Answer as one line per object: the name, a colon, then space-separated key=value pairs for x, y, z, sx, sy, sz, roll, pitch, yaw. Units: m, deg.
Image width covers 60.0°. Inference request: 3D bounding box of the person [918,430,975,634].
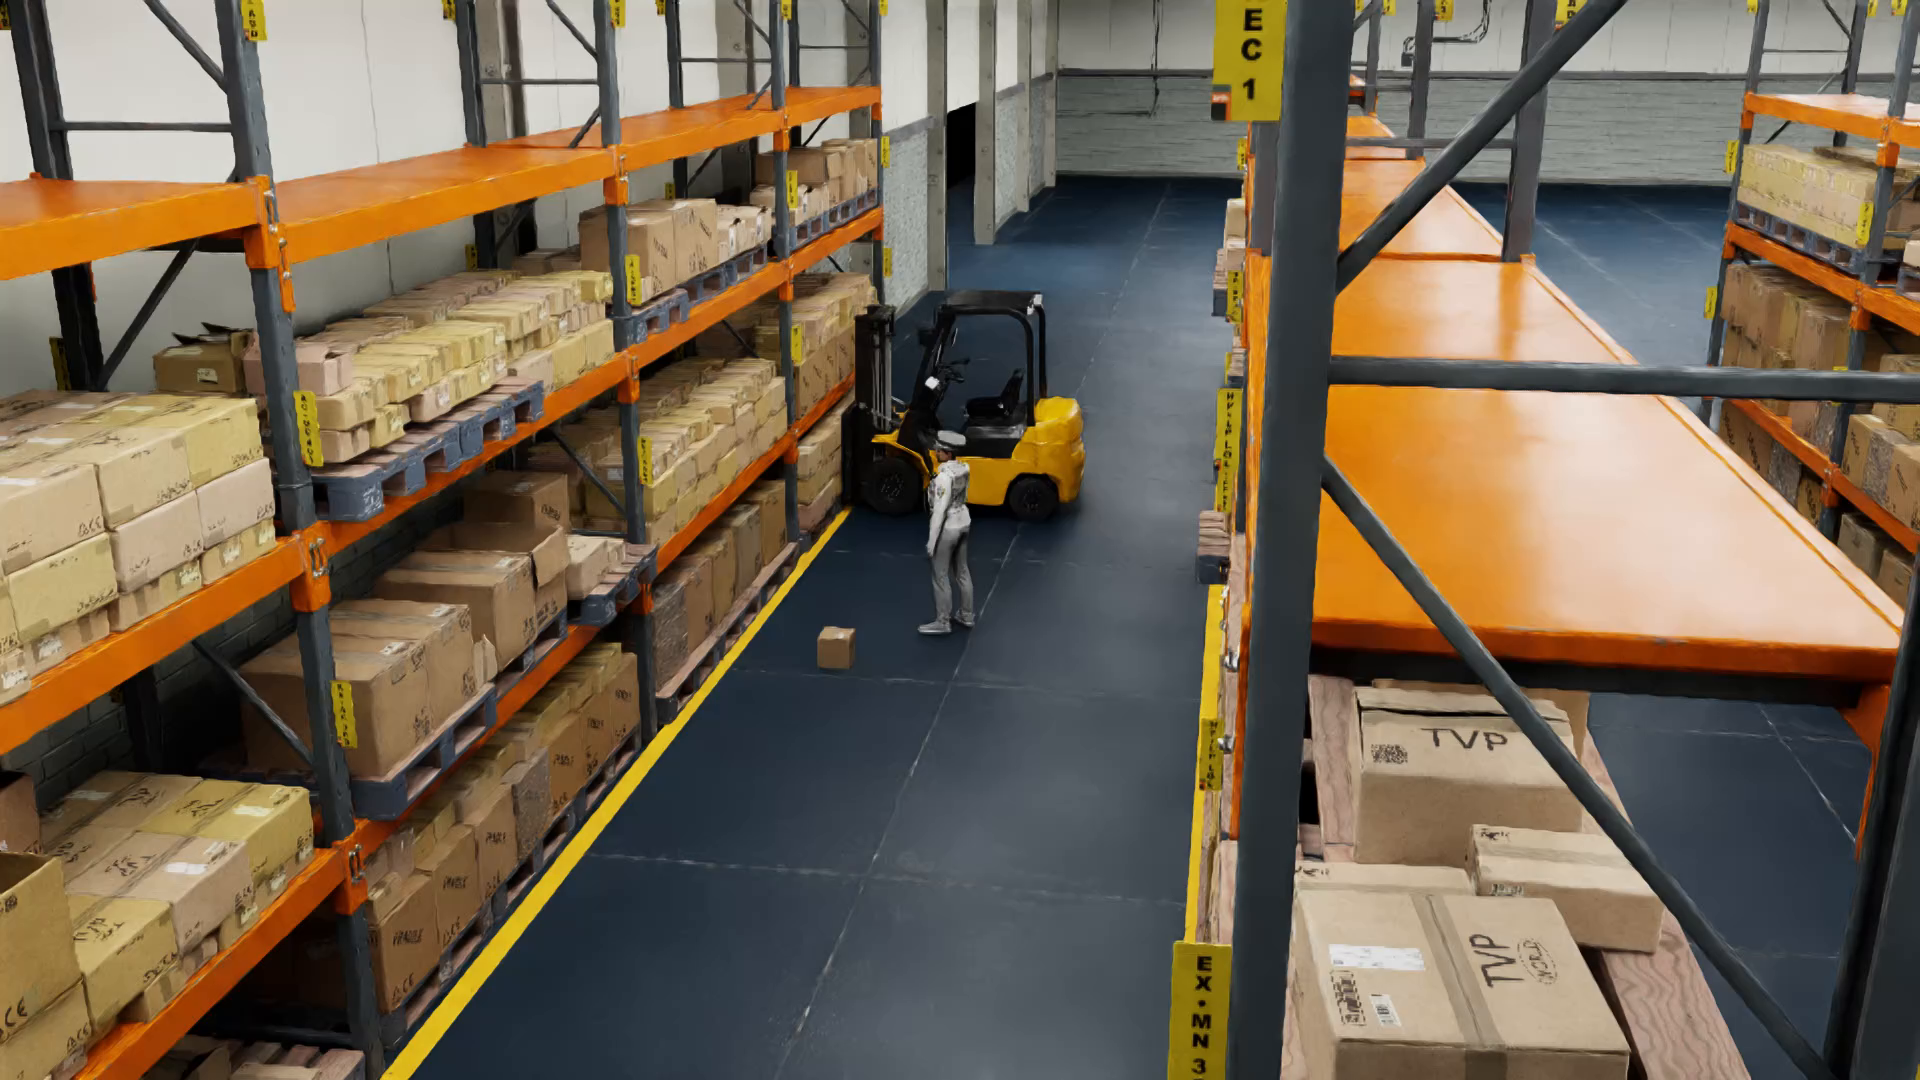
person: x=-0.095 y=-0.070 z=13.615 sx=0.355 sy=1.691 sz=0.561 roll=11 pitch=21 yaw=29
